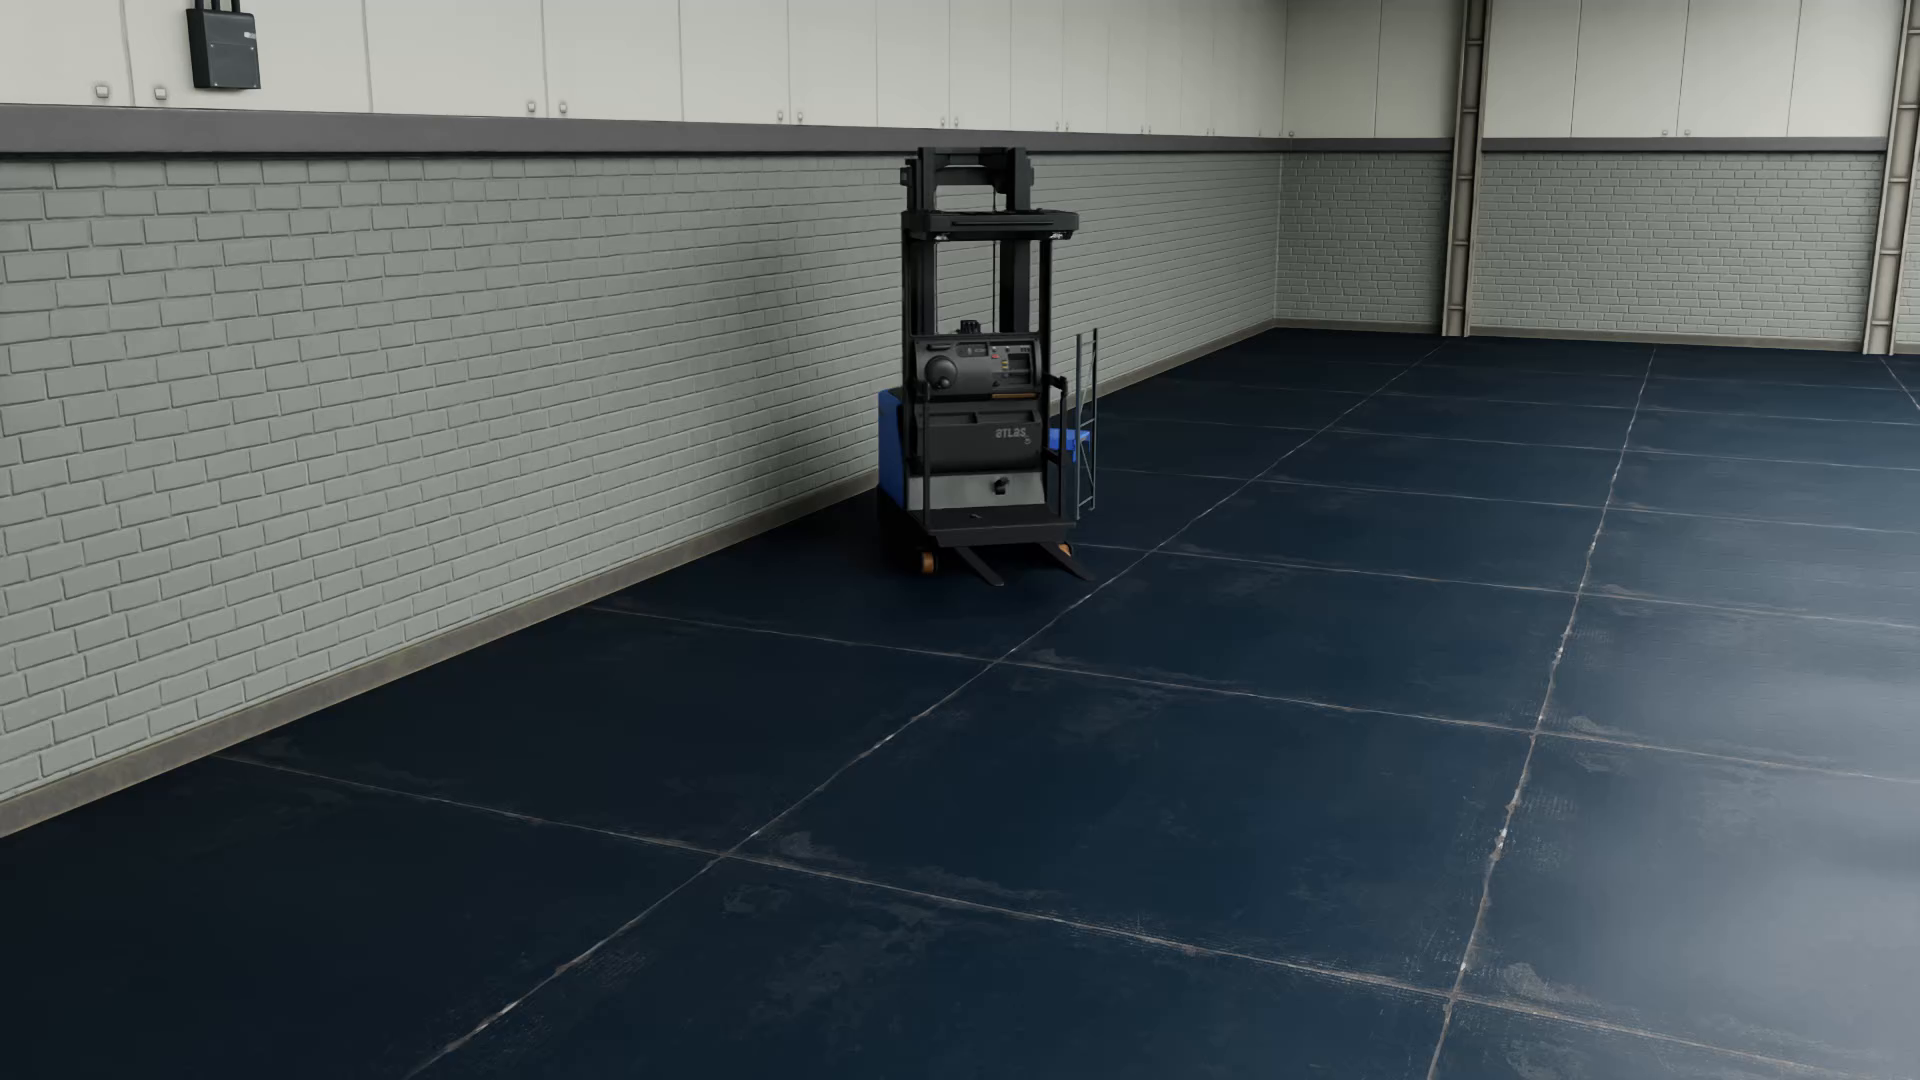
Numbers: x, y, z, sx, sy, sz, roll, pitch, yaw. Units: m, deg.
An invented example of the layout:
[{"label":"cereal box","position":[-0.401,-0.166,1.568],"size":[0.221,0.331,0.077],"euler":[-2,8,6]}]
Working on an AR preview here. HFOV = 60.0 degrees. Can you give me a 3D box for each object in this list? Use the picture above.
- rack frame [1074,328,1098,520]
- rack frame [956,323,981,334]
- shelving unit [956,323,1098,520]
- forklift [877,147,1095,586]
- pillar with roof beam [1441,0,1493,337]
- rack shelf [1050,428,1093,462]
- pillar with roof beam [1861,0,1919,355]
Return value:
[{"label":"rack frame","position":[1.022,-0.945,13.498],"size":[0.032,1.500,0.500],"euler":[5,14,20]},{"label":"rack frame","position":[0.072,-1.028,13.851],"size":[0.032,1.500,0.500],"euler":[5,14,20]},{"label":"shelving unit","position":[0.547,-0.986,13.674],"size":[1.048,1.500,0.538],"euler":[5,14,20]},{"label":"forklift","position":[0.183,-1.276,11.775],"size":[1.130,2.935,3.031],"euler":[-3,14,-13]},{"label":"pillar with roof beam","position":[6.243,-6.778,21.942],"size":[0.400,9.000,9.100],"euler":[6,14,23]},{"label":"rack shelf","position":[0.547,-0.811,13.716],"size":[1.000,0.185,0.538],"euler":[5,14,20]},{"label":"pillar with roof beam","position":[11.729,-6.223,19.576],"size":[0.400,9.000,9.100],"euler":[6,14,23]}]
